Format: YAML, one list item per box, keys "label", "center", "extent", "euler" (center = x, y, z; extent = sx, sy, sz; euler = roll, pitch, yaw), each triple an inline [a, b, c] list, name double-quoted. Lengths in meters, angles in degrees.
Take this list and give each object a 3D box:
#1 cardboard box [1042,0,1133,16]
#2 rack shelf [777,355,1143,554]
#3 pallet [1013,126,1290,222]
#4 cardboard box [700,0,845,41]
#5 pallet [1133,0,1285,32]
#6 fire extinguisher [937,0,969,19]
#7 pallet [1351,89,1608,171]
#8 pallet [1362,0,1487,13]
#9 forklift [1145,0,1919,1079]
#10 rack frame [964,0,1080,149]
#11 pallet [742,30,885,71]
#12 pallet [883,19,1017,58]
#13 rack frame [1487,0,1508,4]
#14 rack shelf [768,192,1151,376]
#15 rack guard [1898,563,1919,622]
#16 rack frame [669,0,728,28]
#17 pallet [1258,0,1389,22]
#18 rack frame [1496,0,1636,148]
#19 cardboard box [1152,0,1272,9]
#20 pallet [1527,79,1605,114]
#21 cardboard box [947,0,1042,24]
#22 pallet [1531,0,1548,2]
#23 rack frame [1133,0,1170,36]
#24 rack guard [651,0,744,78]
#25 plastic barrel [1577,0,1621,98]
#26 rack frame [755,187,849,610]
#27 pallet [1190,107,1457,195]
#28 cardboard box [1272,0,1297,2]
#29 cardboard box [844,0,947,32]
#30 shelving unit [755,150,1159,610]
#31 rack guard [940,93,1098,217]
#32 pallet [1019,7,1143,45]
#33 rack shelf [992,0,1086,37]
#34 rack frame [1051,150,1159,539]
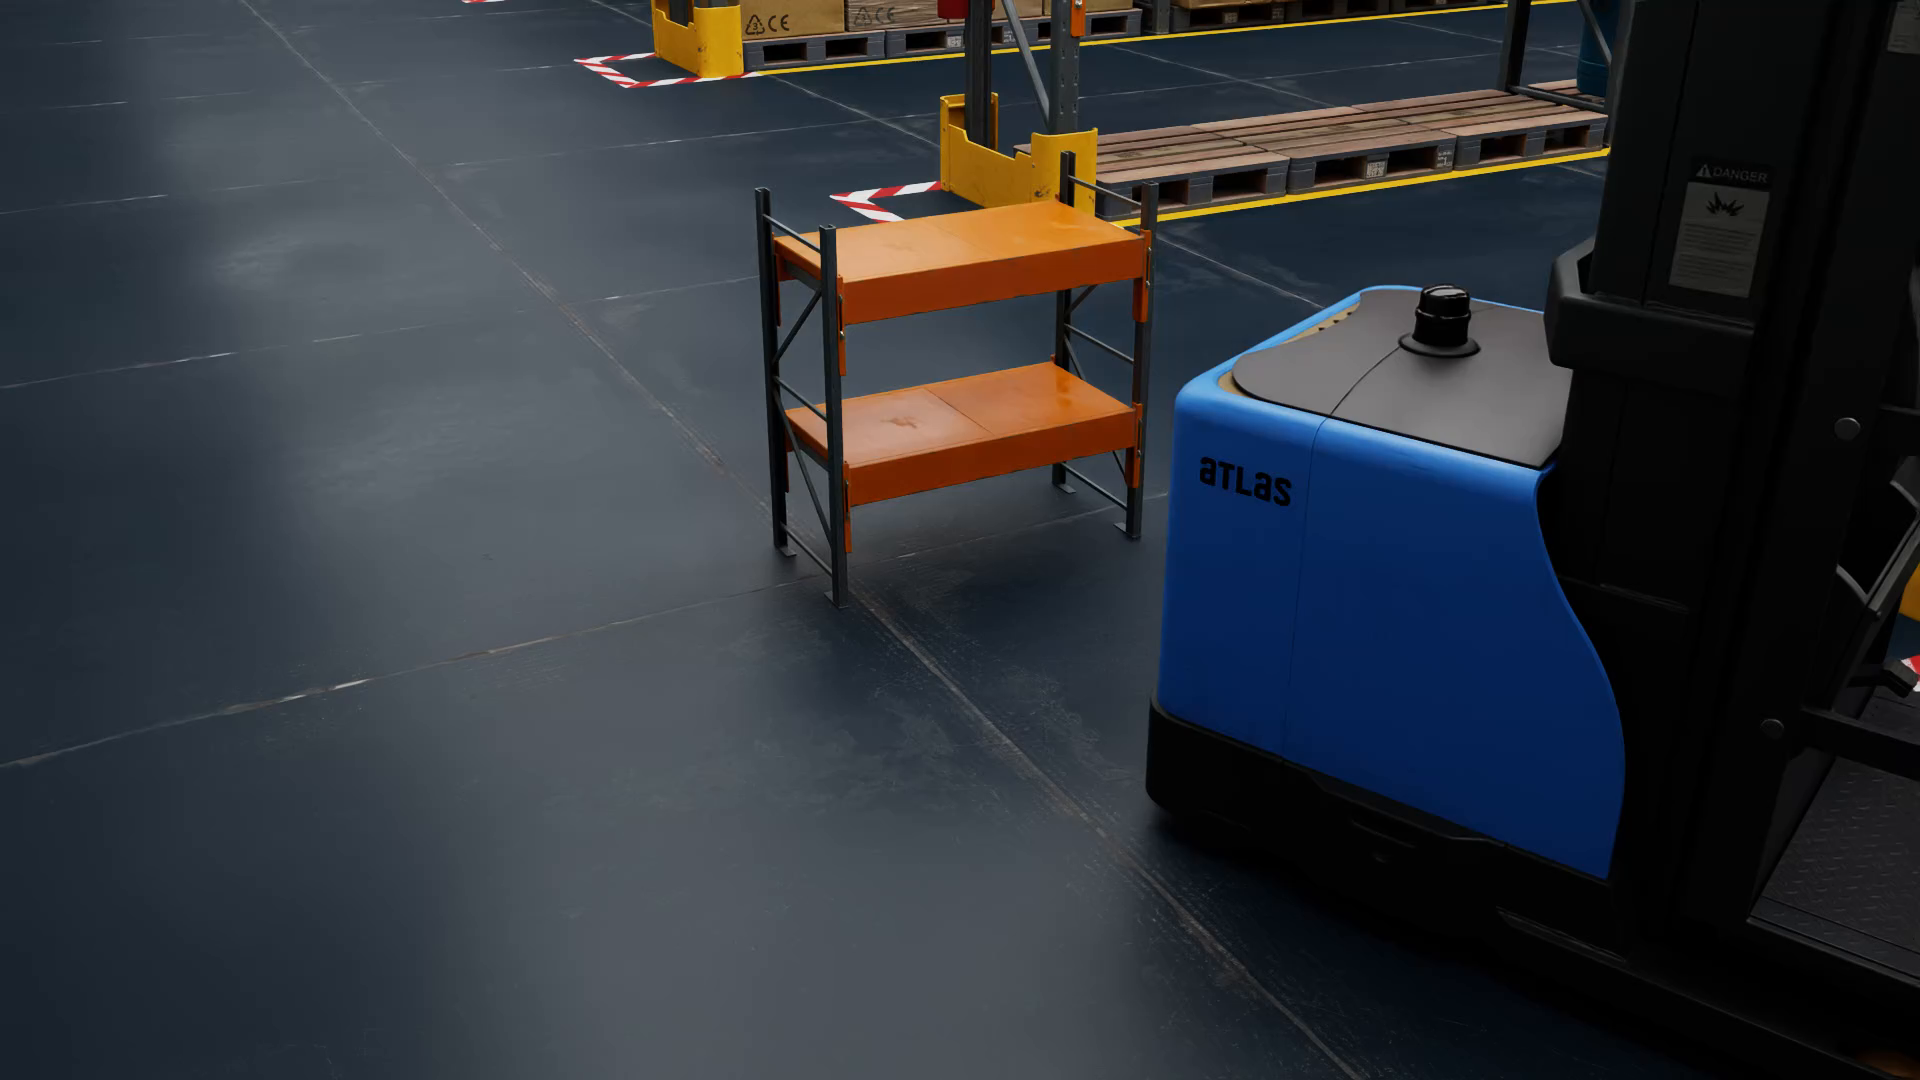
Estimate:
- label: "cardboard box"
  center: [0.889, -5.007, 14.183]
  extent: [0.875, 0.875, 0.875]
  euler: [-13, 29, -25]
- label: "rack shelf"
  center: [-0.006, -0.285, 5.110]
  extent: [1.000, 0.278, 0.538]
  euler: [-13, 29, -25]
- label: "pallet"
  center: [1.056, -2.069, 9.316]
  extent: [1.213, 0.211, 1.003]
  euler: [-13, 29, -25]
- label: "cardboard box"
  center: [-1.493, -4.457, 13.038]
  extent: [0.875, 0.875, 0.875]
  euler: [-13, 29, -25]
- label: "pallet"
  center: [2.155, -4.808, 15.021]
  extent: [1.213, 0.211, 1.003]
  euler: [-13, 29, -25]
- label: "fire extinguisher"
  center: [-0.037, -3.113, 8.789]
  extent: [0.183, 0.674, 0.296]
  euler: [-13, 29, -25]
- label: "pallet"
  center: [3.209, -2.566, 10.351]
  extent: [1.213, 0.211, 1.003]
  euler: [-13, 29, -25]
- label: "pallet"
  center: [4.308, -5.305, 16.056]
  extent: [1.213, 0.211, 1.003]
  euler: [-13, 29, -25]
- label: "forklift"
  center: [1.905, -0.443, 2.787]
  extent: [3.031, 2.935, 1.130]
  euler: [19, 31, 34]
- label: "rack frame"
  center: [0.310, -3.173, 8.394]
  extent: [0.127, 3.000, 1.000]
  euler: [-13, 29, -25]
- label: "pallet"
  center: [-1.352, -4.001, 13.339]
  extent: [1.213, 0.211, 1.003]
  euler: [-13, 29, -25]
- label: "pallet"
  center: [-0.276, -4.247, 13.853]
  extent: [1.213, 0.211, 1.003]
  euler: [-13, 29, -25]
- label: "rack frame"
  center: [5.039, -6.694, 15.727]
  extent: [0.127, 3.000, 1.000]
  euler: [-13, 29, -25]
- label: "rack shelf"
  center: [-0.006, -0.770, 4.877]
  extent: [1.000, 0.278, 0.538]
  euler: [-13, 29, -25]
- label: "rack guard"
  center: [2.705, -0.169, 5.025]
  extent: [0.348, 0.500, 1.175]
  euler: [-13, 29, -25]
- label: "rack frame"
  center: [-2.020, -5.065, 12.334]
  extent: [0.127, 3.000, 1.000]
  euler: [-13, 29, -25]
- label: "pallet"
  center: [3.232, -5.059, 15.542]
  extent: [1.213, 0.211, 1.003]
  euler: [-13, 29, -25]
- label: "rack frame"
  center: [3.840, -3.988, 10.091]
  extent: [0.127, 3.000, 1.000]
  euler: [-13, 29, -25]
- label: "cardboard box"
  center: [2.065, -5.249, 14.687]
  extent: [0.875, 0.875, 1.225]
  euler: [-13, 29, -25]
- label: "pallet"
  center: [4.540, -2.872, 10.988]
  extent: [1.213, 0.211, 1.003]
  euler: [-13, 29, -25]
- label: "cardboard box"
  center: [0.095, -4.824, 13.801]
  extent: [0.875, 0.875, 0.875]
  euler: [-13, 29, -25]
- label: "pallet"
  center: [5.729, -5.596, 16.661]
  extent: [1.213, 0.211, 1.003]
  euler: [-13, 29, -25]
- label: "rack frame"
  center: [1.509, -5.880, 14.030]
  extent: [0.127, 3.000, 1.000]
  euler: [-13, 29, -25]
- label: "rack guard"
  center: [-2.041, -3.933, 12.864]
  extent: [0.348, 0.500, 1.175]
  euler: [-13, 29, -25]
- label: "plastic barrel"
  center: [4.328, -3.336, 10.671]
  extent: [0.708, 0.901, 0.600]
  euler: [-13, 29, -25]
- label: "rack frame"
  center: [-0.455, -0.402, 4.788]
  extent: [0.032, 1.125, 0.500]
  euler: [-13, 29, -25]
- label: "pallet"
  center: [2.131, -2.316, 9.830]
  extent: [1.213, 0.211, 1.003]
  euler: [-13, 29, -25]
- label: "cardboard box"
  center: [2.853, -5.431, 15.067]
  extent: [0.875, 0.875, 1.225]
  euler: [-14, 29, -27]
- label: "cardboard box"
  center: [-0.690, -4.643, 13.424]
  extent: [0.875, 0.875, 0.875]
  euler: [-13, 29, -25]
- label: "shelving unit"
  center: [-0.006, -0.506, 5.004]
  extent: [1.048, 1.125, 0.538]
  euler: [-13, 29, -25]
- label: "rack guard"
  center: [0.295, -2.037, 8.914]
  extent: [0.348, 0.500, 1.175]
  euler: [-13, 29, -25]
- label: "pallet"
  center: [0.801, -4.498, 14.374]
  extent: [1.213, 0.211, 1.003]
  euler: [-13, 29, -25]
- label: "rack shelf"
  center: [2.075, -3.256, 9.398]
  extent: [4.000, 0.370, 1.077]
  euler: [-13, 29, -25]
- label: "rack frame"
  center: [0.443, -0.609, 5.219]
  extent: [0.032, 1.125, 0.500]
  euler: [-13, 29, -25]
